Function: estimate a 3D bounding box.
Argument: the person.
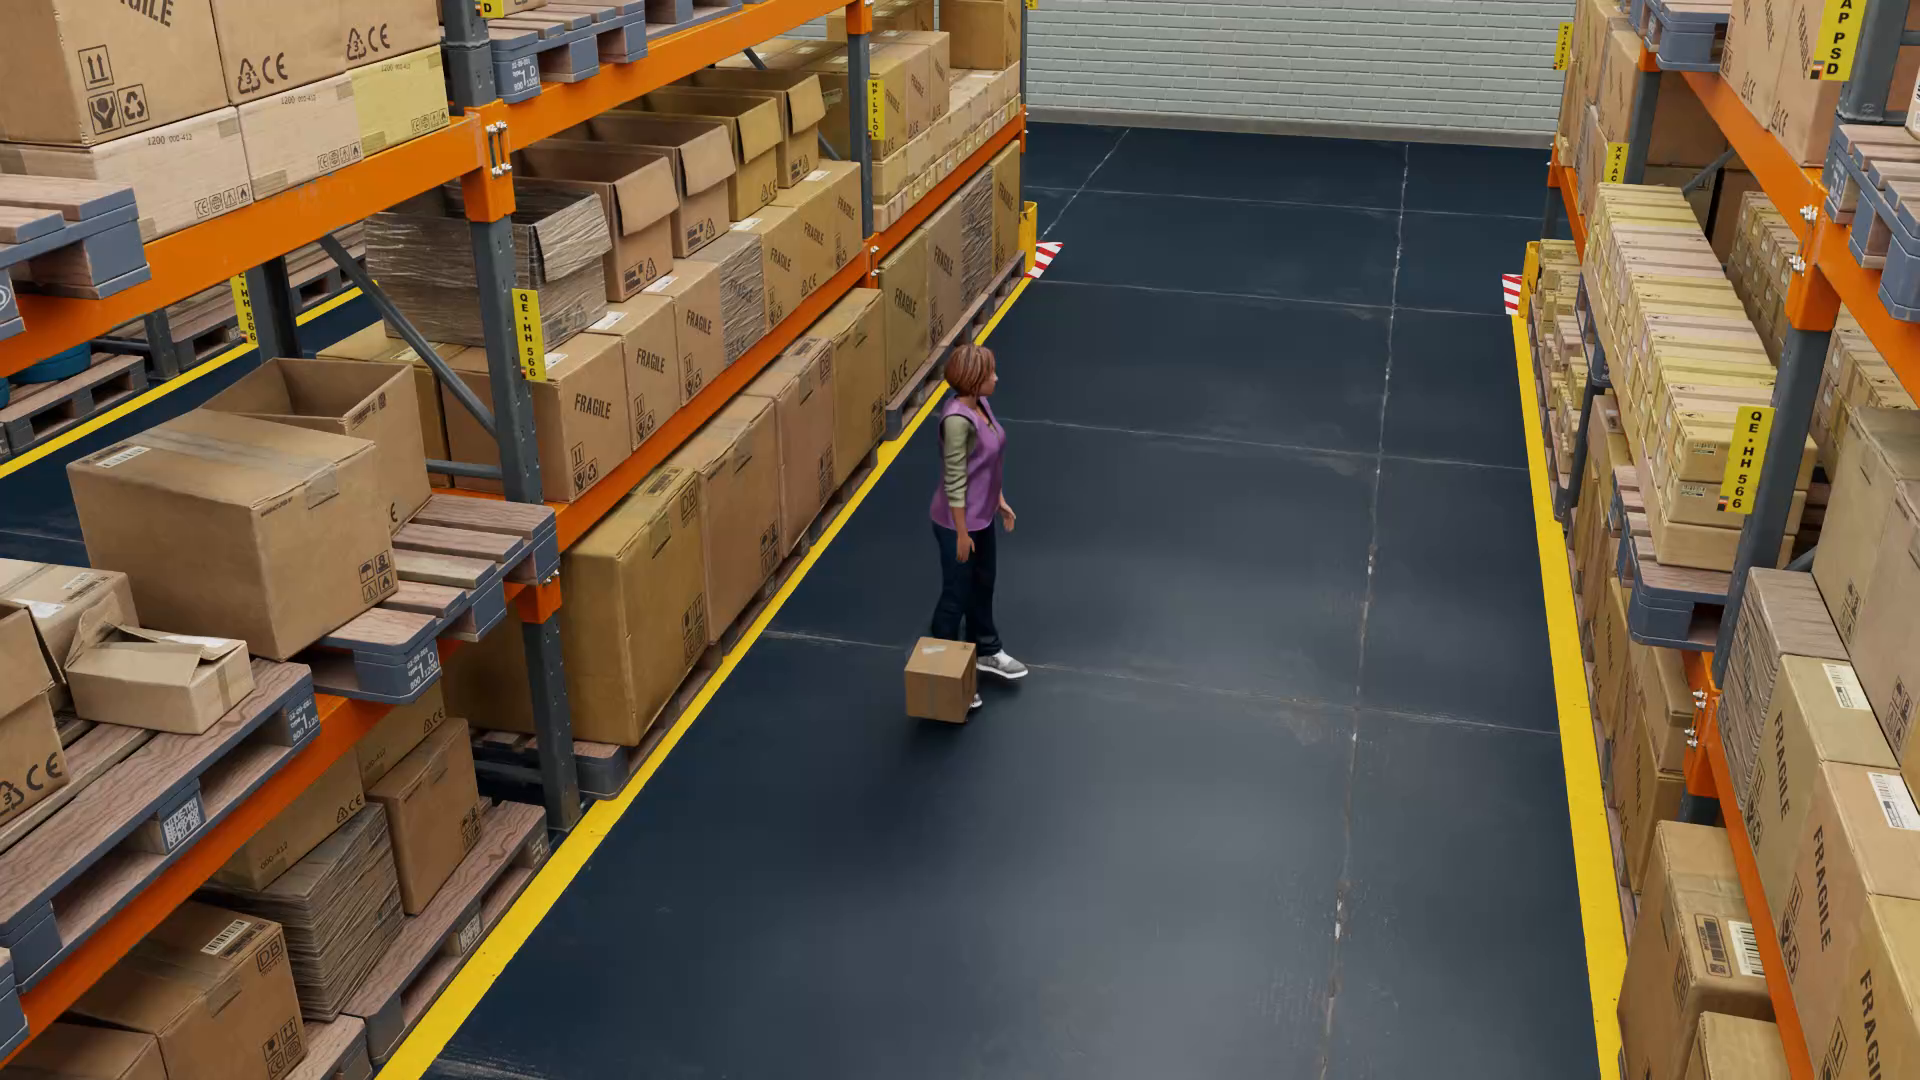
[{"bbox_3d":[0.075,-0.067,7.208,0.438,1.605,0.452,7,27,14],"label":"person"}]
